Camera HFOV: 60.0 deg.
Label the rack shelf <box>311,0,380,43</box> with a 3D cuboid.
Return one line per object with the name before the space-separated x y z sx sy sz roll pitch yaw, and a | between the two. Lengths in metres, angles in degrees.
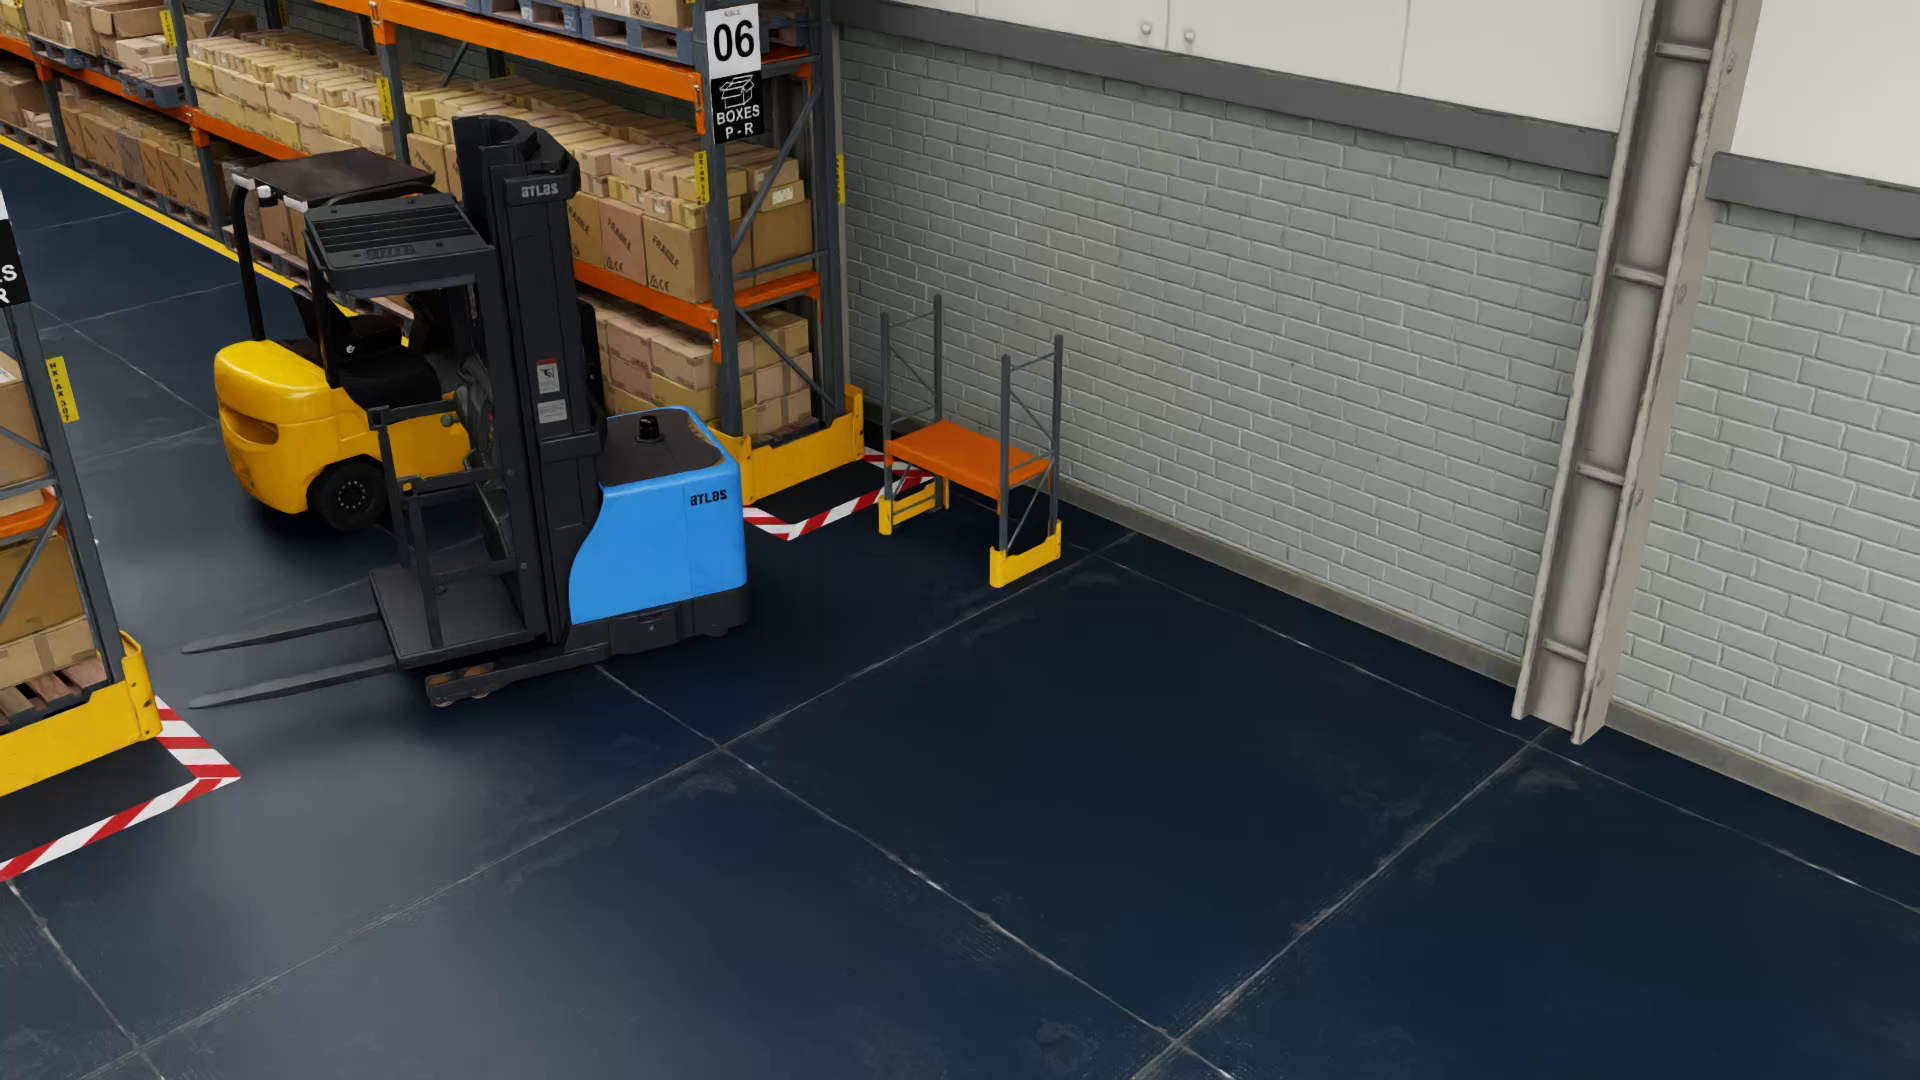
rack shelf | -5.483 -4.766 14.134 4.000 0.370 1.077 25 36 38

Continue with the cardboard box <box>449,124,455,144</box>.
cardboard box | -3.622 -3.084 12.582 0.250 0.149 0.380 24 36 38

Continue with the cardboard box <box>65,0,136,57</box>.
cardboard box | -8.644 -5.287 17.017 0.500 0.500 0.700 24 36 38

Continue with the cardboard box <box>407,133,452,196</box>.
cardboard box | -3.923 -2.917 12.960 0.500 0.500 0.500 23 36 37

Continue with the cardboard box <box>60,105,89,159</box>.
cardboard box | -9.574 -4.561 18.430 0.500 0.500 0.500 -23 36 -37

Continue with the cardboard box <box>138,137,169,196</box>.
cardboard box | -8.086 -3.892 17.157 0.500 0.500 0.500 -23 36 -37

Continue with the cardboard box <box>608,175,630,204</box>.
cardboard box | -2.162 -2.413 11.306 0.250 0.149 0.380 24 36 38

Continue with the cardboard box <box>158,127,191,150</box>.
cardboard box | -7.812 -4.032 16.726 0.250 0.149 0.380 23 36 37

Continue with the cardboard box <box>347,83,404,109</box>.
cardboard box | -4.790 -3.649 13.655 0.250 0.149 0.380 25 36 38

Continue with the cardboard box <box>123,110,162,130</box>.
cardboard box | -8.504 -4.392 17.410 0.250 0.149 0.380 25 37 39

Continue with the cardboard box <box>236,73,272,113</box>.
cardboard box | -6.047 -3.998 14.747 0.500 0.250 0.500 24 36 37

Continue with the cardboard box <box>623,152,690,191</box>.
cardboard box | -2.011 -2.455 11.066 0.380 0.149 0.250 -24 36 -38

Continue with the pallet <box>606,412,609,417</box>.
pallet | -2.645 -1.198 12.795 1.213 0.211 1.003 25 36 38

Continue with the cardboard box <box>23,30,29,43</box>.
cardboard box | -10.165 -5.623 18.485 0.380 0.149 0.250 -25 36 -38

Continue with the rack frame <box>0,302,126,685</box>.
rack frame | -4.681 -0.150 7.806 0.127 3.000 1.000 25 36 38

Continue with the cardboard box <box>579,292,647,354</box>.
cardboard box | -2.486 -1.583 11.960 0.500 0.250 0.500 -25 37 -39

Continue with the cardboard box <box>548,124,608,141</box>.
cardboard box | -2.705 -2.807 11.735 0.380 0.149 0.250 -25 36 -38

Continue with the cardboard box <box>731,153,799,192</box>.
cardboard box | -1.294 -2.442 11.041 0.250 0.149 0.380 24 36 37

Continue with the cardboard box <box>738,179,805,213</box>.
cardboard box | -1.264 -2.327 11.141 0.250 0.149 0.380 23 36 37

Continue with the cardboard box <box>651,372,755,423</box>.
cardboard box | -1.770 -1.044 11.472 0.500 0.250 0.500 24 36 38

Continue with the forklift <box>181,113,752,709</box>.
forklift | -2.772 -0.674 8.876 3.031 2.935 1.130 -13 30 -23

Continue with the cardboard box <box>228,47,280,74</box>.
cardboard box | -6.300 -4.296 14.885 0.380 0.149 0.250 -25 37 -39

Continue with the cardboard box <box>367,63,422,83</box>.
cardboard box | -4.845 -3.974 14.274 0.250 0.149 0.380 25 36 38

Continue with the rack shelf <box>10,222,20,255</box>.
rack shelf | -6.108 -1.812 8.517 4.000 0.370 1.077 25 36 38

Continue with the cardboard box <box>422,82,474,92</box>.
cardboard box | -4.157 -3.621 13.603 0.250 0.149 0.380 24 36 37

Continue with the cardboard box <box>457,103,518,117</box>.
cardboard box | -3.488 -3.111 12.312 0.380 0.149 0.250 -24 36 -38

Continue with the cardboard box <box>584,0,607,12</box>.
cardboard box | -2.189 -3.549 10.633 0.258 0.266 0.396 25 36 38

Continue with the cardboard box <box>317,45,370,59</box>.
cardboard box | -5.536 -4.327 14.944 0.250 0.149 0.380 24 36 38

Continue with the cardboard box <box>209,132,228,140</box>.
cardboard box | -7.466 -4.200 17.045 0.380 0.149 0.250 -25 37 -39

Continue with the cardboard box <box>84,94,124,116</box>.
cardboard box | -9.249 -4.731 18.055 0.250 0.149 0.380 22 35 36

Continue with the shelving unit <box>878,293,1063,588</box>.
shelving unit | 0.054 -0.639 10.347 1.083 1.500 0.587 25 36 38

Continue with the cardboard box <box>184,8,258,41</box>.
cardboard box | -7.166 -4.859 16.203 0.500 0.500 0.500 -23 36 -37

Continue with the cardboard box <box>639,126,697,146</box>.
cardboard box | -2.026 -2.784 11.690 0.380 0.149 0.250 -24 36 -38

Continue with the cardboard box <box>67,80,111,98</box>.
cardboard box | -9.473 -4.938 18.130 0.250 0.149 0.380 23 35 36

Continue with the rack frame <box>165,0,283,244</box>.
rack frame | -6.909 -4.409 15.906 0.127 3.000 1.000 25 36 38

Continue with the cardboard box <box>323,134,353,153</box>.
cardboard box | -4.962 -3.277 13.914 0.500 0.250 0.500 24 36 38

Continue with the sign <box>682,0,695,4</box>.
sign | -1.594 -3.308 9.722 0.005 0.325 0.100 25 36 38

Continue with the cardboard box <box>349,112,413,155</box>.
cardboard box | -4.586 -3.334 13.485 0.500 0.250 0.500 24 36 37

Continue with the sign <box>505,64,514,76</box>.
sign | -3.668 -3.707 13.555 0.005 0.325 0.100 25 36 38

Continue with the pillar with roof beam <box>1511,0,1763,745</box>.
pillar with roof beam | 0.191 -1.594 4.106 0.400 9.000 9.100 25 36 38

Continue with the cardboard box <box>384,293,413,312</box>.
cardboard box | -4.436 -2.405 14.195 0.875 0.625 0.625 -23 36 -37

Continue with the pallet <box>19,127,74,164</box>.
pallet | -10.250 -4.704 19.464 1.213 0.211 1.003 25 36 38

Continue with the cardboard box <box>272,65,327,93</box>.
cardboard box | -5.631 -3.941 14.211 0.250 0.149 0.380 23 36 37

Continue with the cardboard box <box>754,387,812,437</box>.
cardboard box | -1.417 -0.993 11.912 0.500 0.250 0.500 25 37 39

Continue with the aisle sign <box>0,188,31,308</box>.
aisle sign | -4.420 -1.384 7.358 0.004 0.787 0.394 25 36 38

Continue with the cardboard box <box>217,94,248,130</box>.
cardboard box | -6.408 -3.951 15.196 0.500 0.250 0.500 24 36 37

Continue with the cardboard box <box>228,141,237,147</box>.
cardboard box | -7.349 -3.886 17.145 0.500 0.500 0.500 25 37 39

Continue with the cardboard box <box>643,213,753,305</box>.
cardboard box | -1.739 -1.916 11.058 0.500 0.500 0.500 24 36 37

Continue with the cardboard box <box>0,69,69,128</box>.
cardboard box | -10.921 -5.237 19.715 0.500 0.500 0.700 23 35 37

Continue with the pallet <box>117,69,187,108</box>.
pallet | -7.441 -4.522 16.327 1.003 0.211 1.213 25 36 38

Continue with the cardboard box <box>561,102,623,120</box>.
cardboard box | -2.726 -3.135 12.358 0.250 0.149 0.380 24 36 38

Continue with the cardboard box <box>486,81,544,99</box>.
cardboard box | -3.467 -3.467 12.991 0.250 0.149 0.380 23 36 37

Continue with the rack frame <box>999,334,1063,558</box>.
rack frame | 0.423 -0.470 10.026 0.032 1.500 0.500 25 36 38

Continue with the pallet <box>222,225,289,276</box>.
pallet | -6.349 -2.893 16.019 1.213 0.211 1.003 25 36 38

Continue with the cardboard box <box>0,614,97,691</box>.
cardboard box | -5.063 0.526 9.024 0.500 0.250 0.500 24 36 38

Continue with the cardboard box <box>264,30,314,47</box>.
cardboard box | -6.270 -4.653 15.565 0.380 0.149 0.250 -24 36 -38
